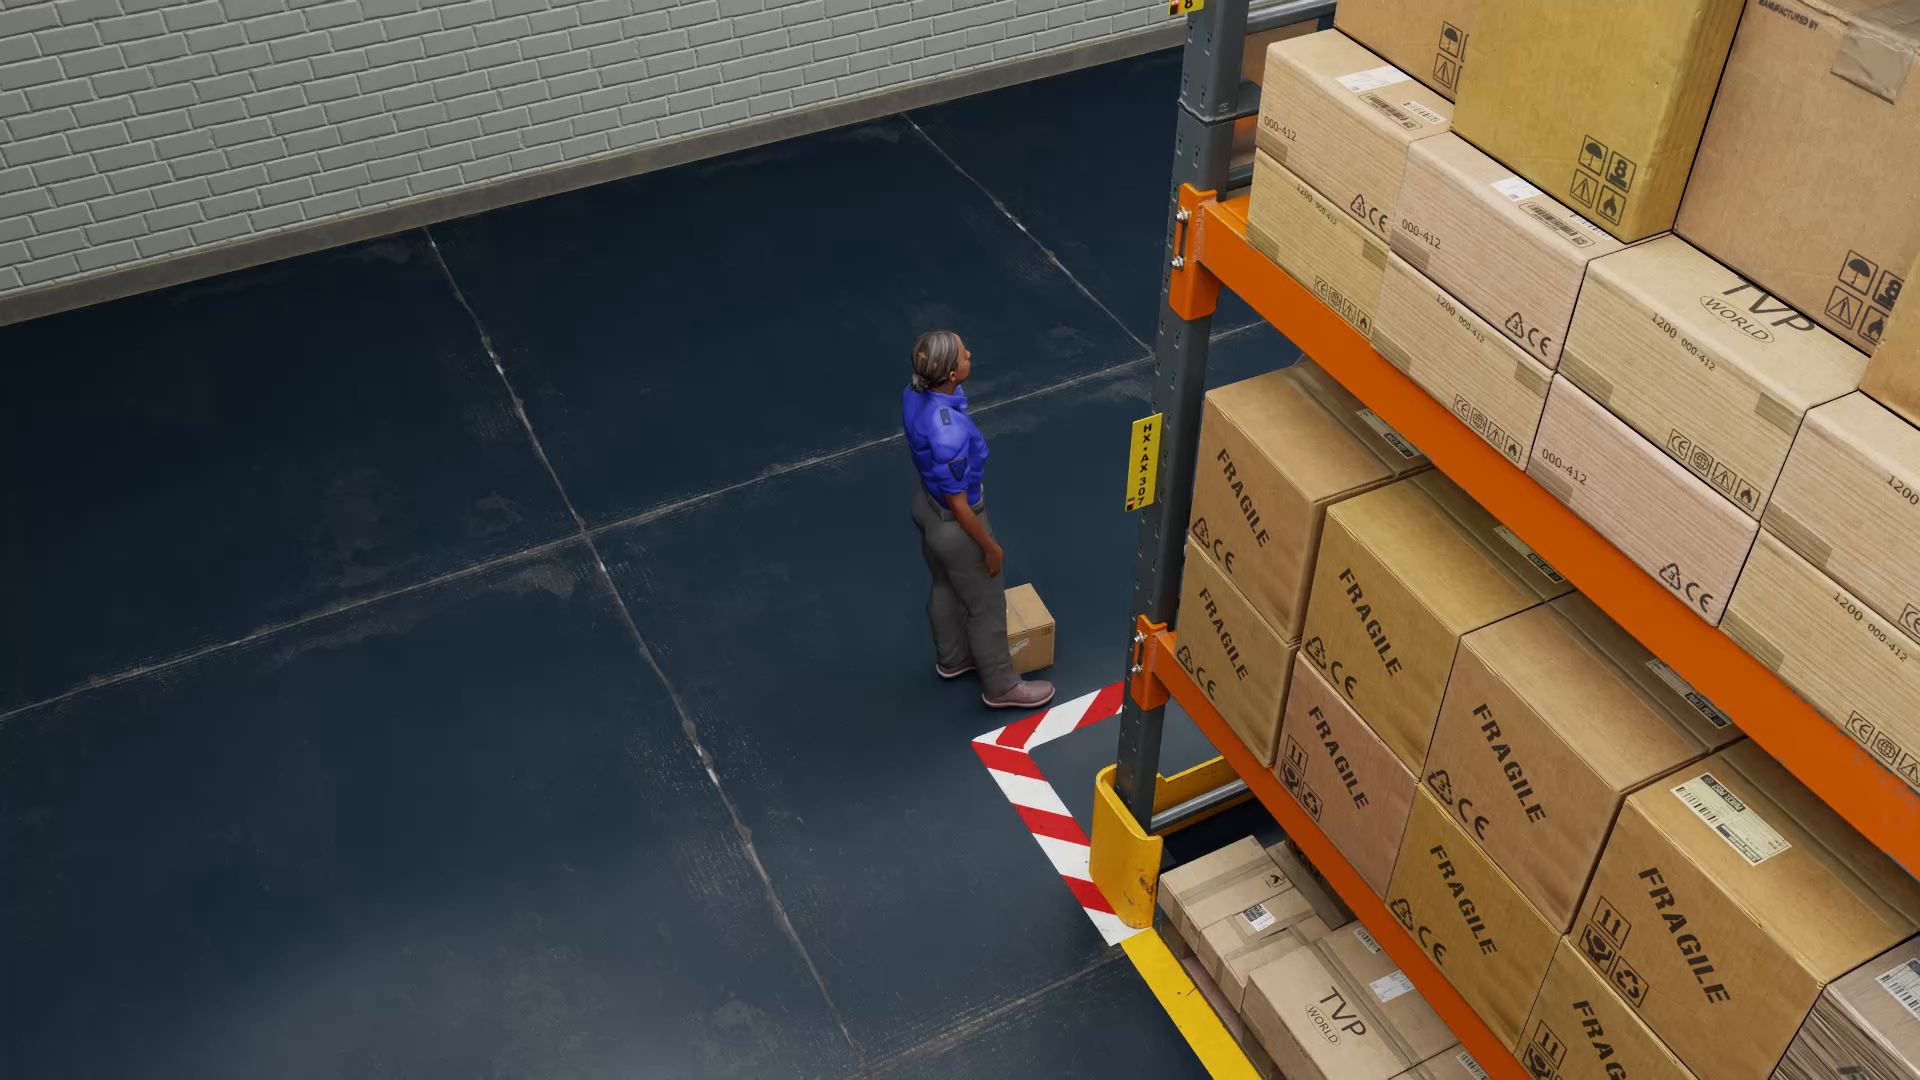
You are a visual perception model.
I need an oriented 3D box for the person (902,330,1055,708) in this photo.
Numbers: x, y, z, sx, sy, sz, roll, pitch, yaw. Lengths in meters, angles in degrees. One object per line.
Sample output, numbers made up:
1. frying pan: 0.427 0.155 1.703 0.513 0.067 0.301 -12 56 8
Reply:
1. person: 0.065 -0.087 6.249 0.494 1.654 0.570 -15 44 -16
